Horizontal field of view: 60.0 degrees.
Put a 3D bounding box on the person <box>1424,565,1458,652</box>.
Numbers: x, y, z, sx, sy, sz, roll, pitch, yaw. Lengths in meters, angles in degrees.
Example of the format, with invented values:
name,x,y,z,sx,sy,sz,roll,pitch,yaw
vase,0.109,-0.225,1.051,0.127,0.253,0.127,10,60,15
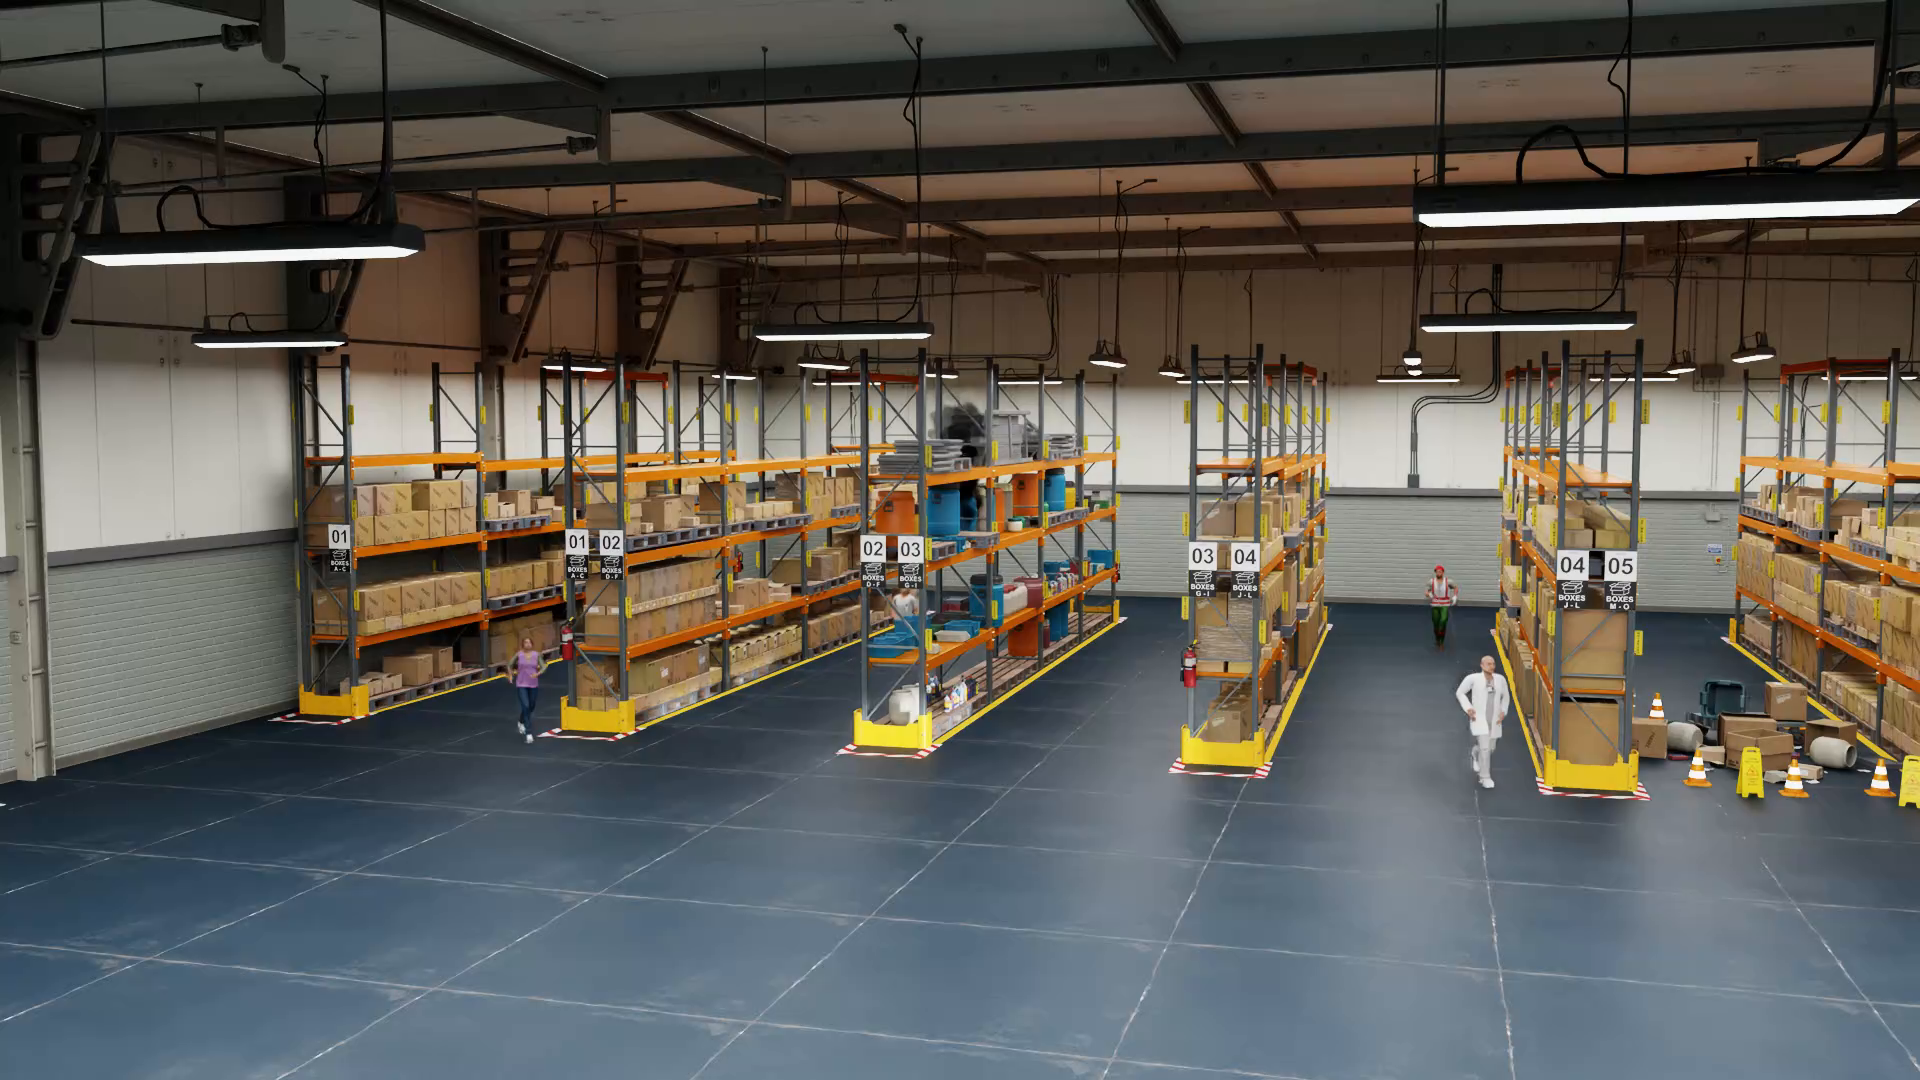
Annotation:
name,x,y,z,sx,sy,sz,roll,pitch,yaw
person,10.287,1.451,35.622,0.662,1.820,0.796,2,5,26

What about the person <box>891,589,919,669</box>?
name,x,y,z,sx,sy,sz,roll,pitch,yaw
person,-1.043,1.573,30.985,0.561,1.630,0.541,1,4,11

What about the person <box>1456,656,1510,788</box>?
name,x,y,z,sx,sy,sz,roll,pitch,yaw
person,7.147,2.447,22.680,0.725,1.757,0.774,0,4,-5

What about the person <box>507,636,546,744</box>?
name,x,y,z,sx,sy,sz,roll,pitch,yaw
person,-6.674,2.284,25.687,0.573,1.606,0.805,-3,5,-32
